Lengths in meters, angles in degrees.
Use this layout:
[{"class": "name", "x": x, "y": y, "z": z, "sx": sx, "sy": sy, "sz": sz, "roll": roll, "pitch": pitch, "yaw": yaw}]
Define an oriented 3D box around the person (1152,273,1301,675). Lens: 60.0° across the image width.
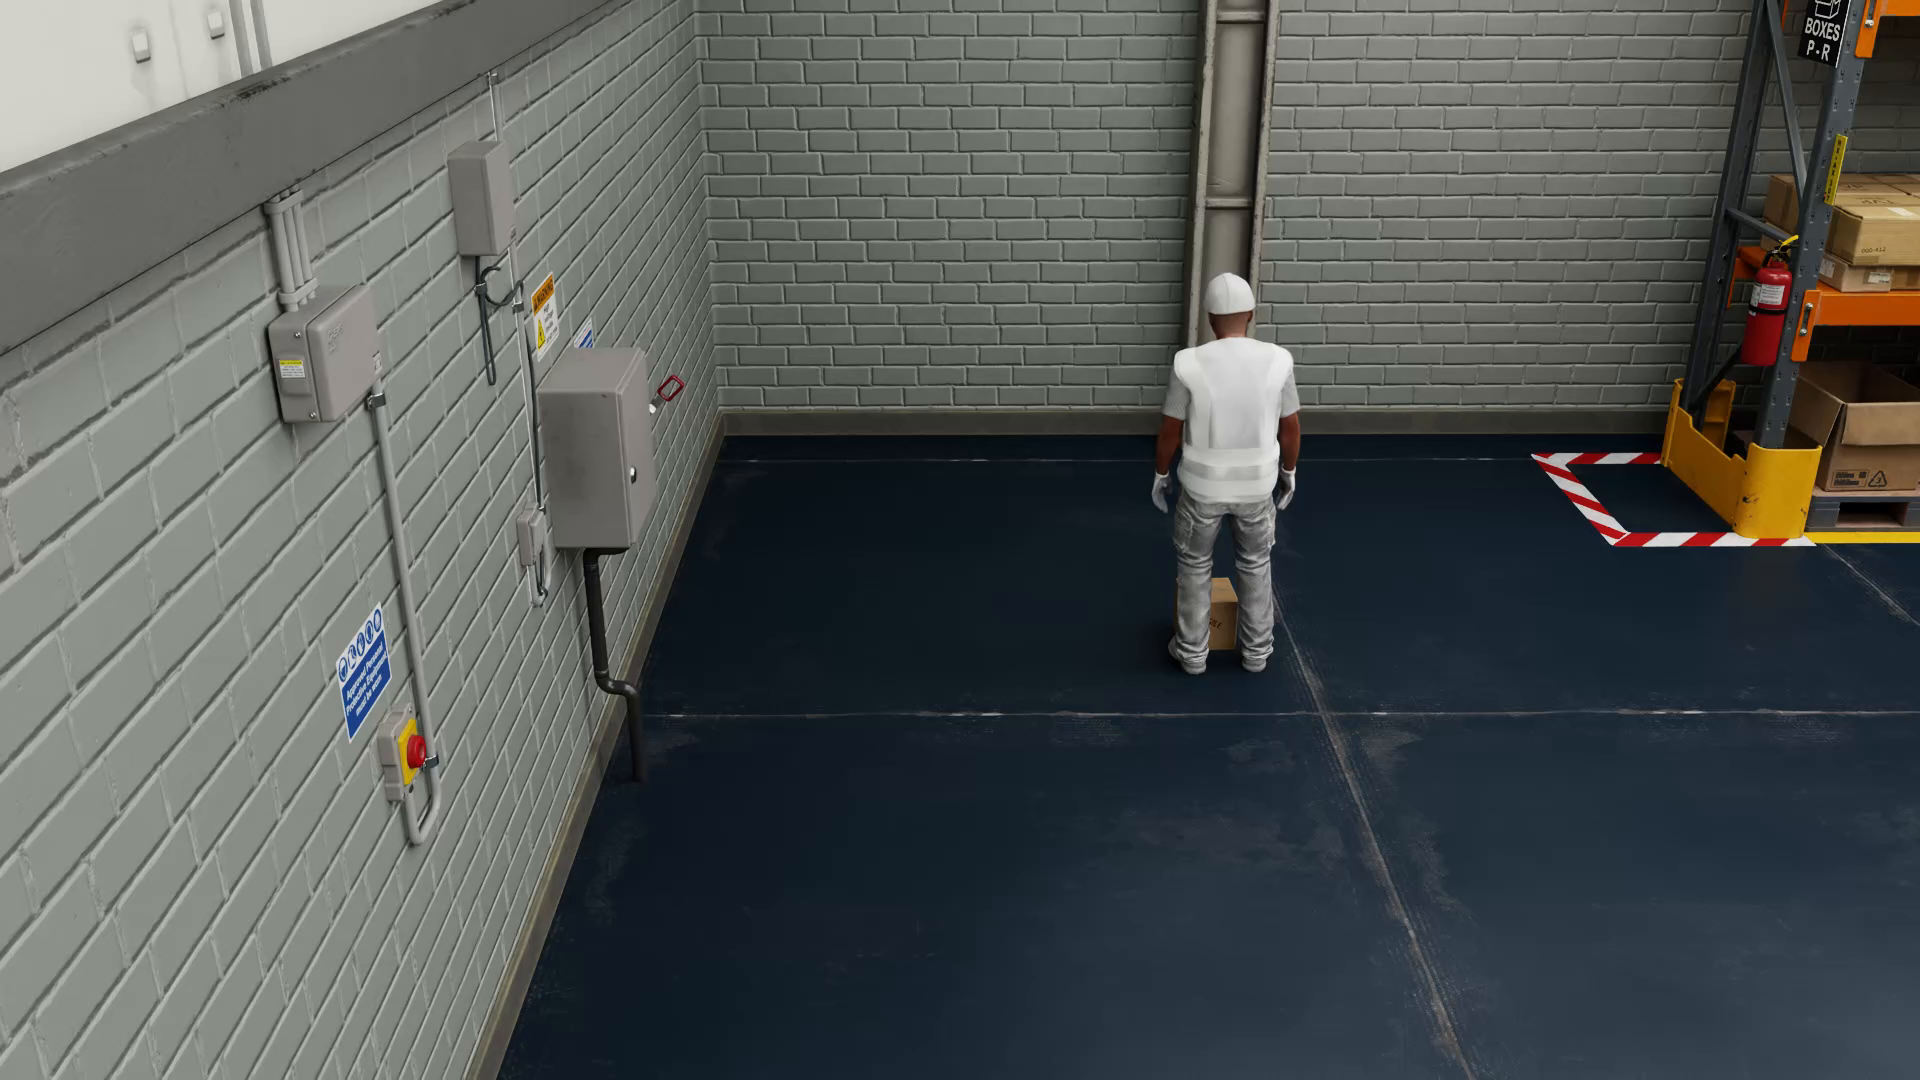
[{"class": "person", "x": 1.145, "y": -0.262, "z": 7.180, "sx": 0.629, "sy": 1.774, "sz": 0.453, "roll": -1, "pitch": 24, "yaw": -2}]
